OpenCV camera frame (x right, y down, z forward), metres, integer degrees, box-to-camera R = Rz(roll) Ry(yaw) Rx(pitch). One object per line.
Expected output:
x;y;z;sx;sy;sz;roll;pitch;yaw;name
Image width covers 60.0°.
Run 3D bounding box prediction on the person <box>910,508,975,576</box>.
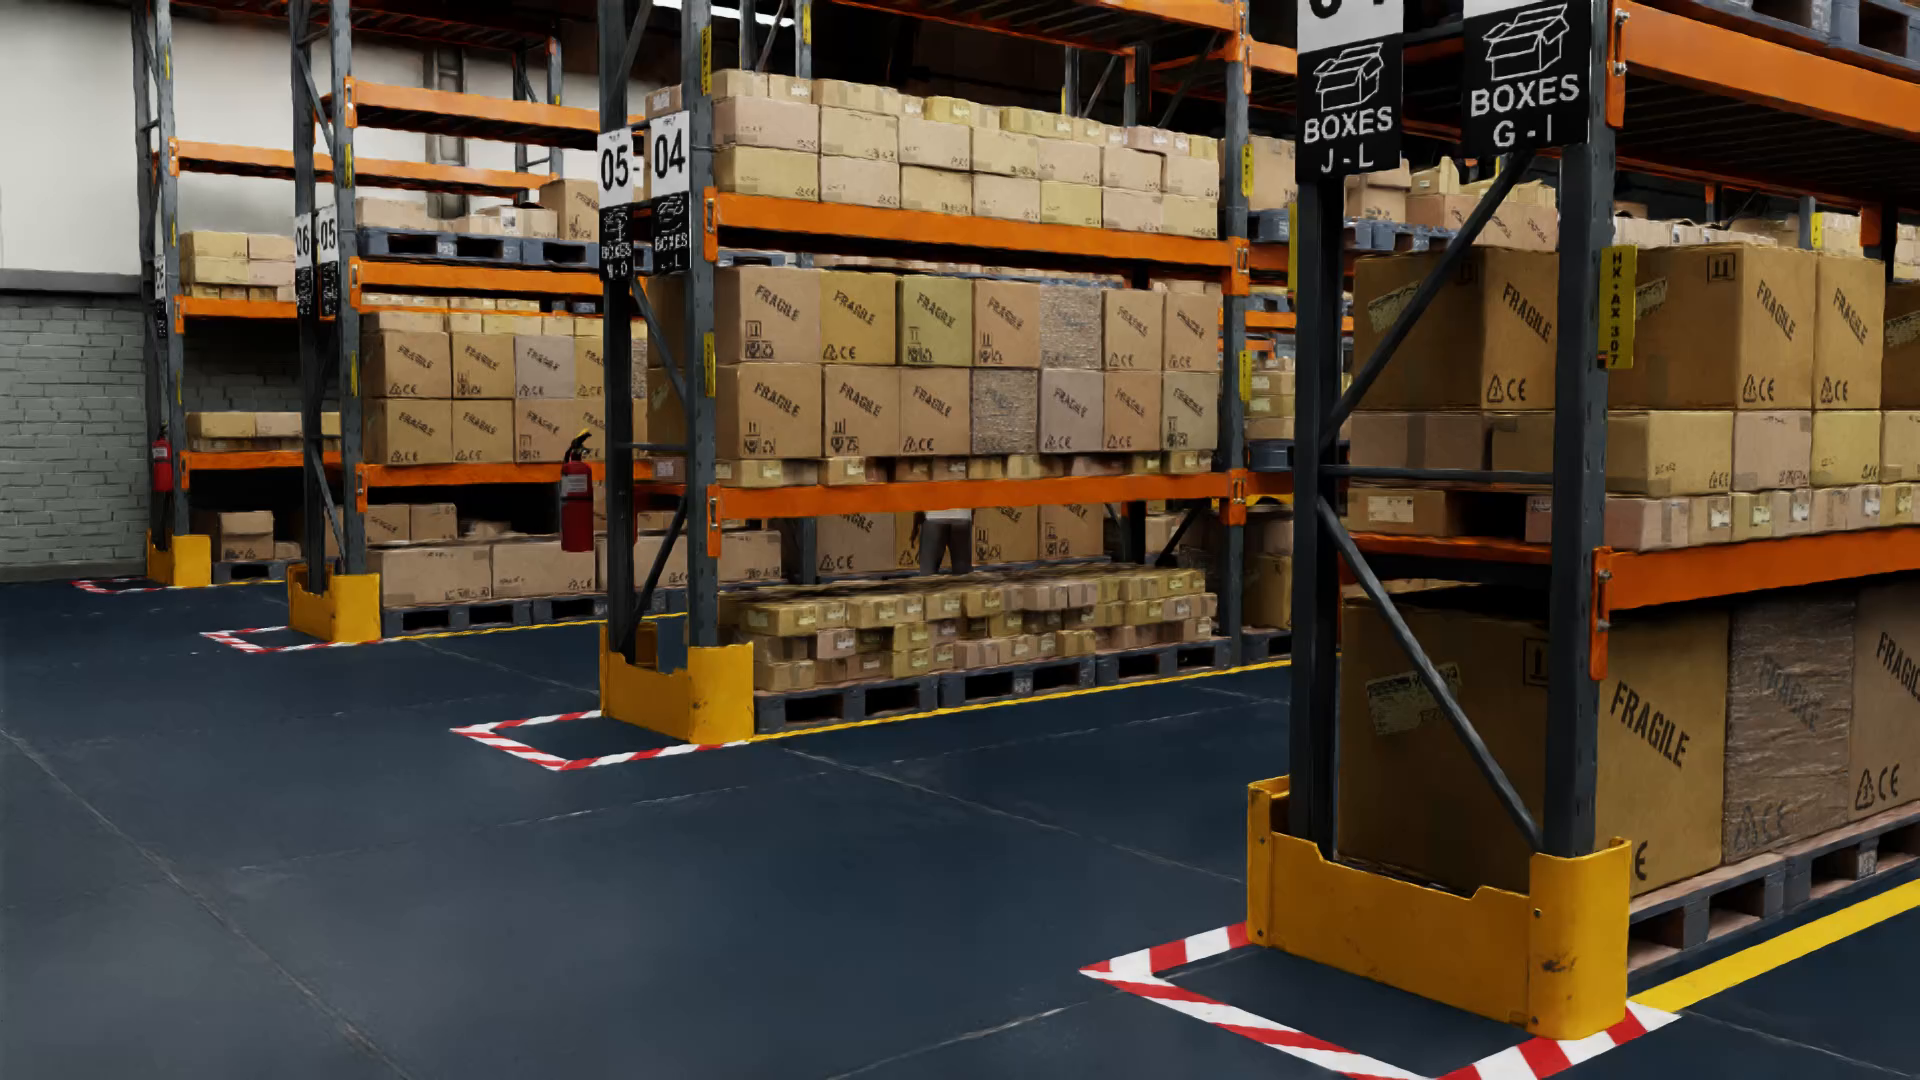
-0.096;-0.089;12.052;0.553;1.690;0.353;-2;5;-21;person
